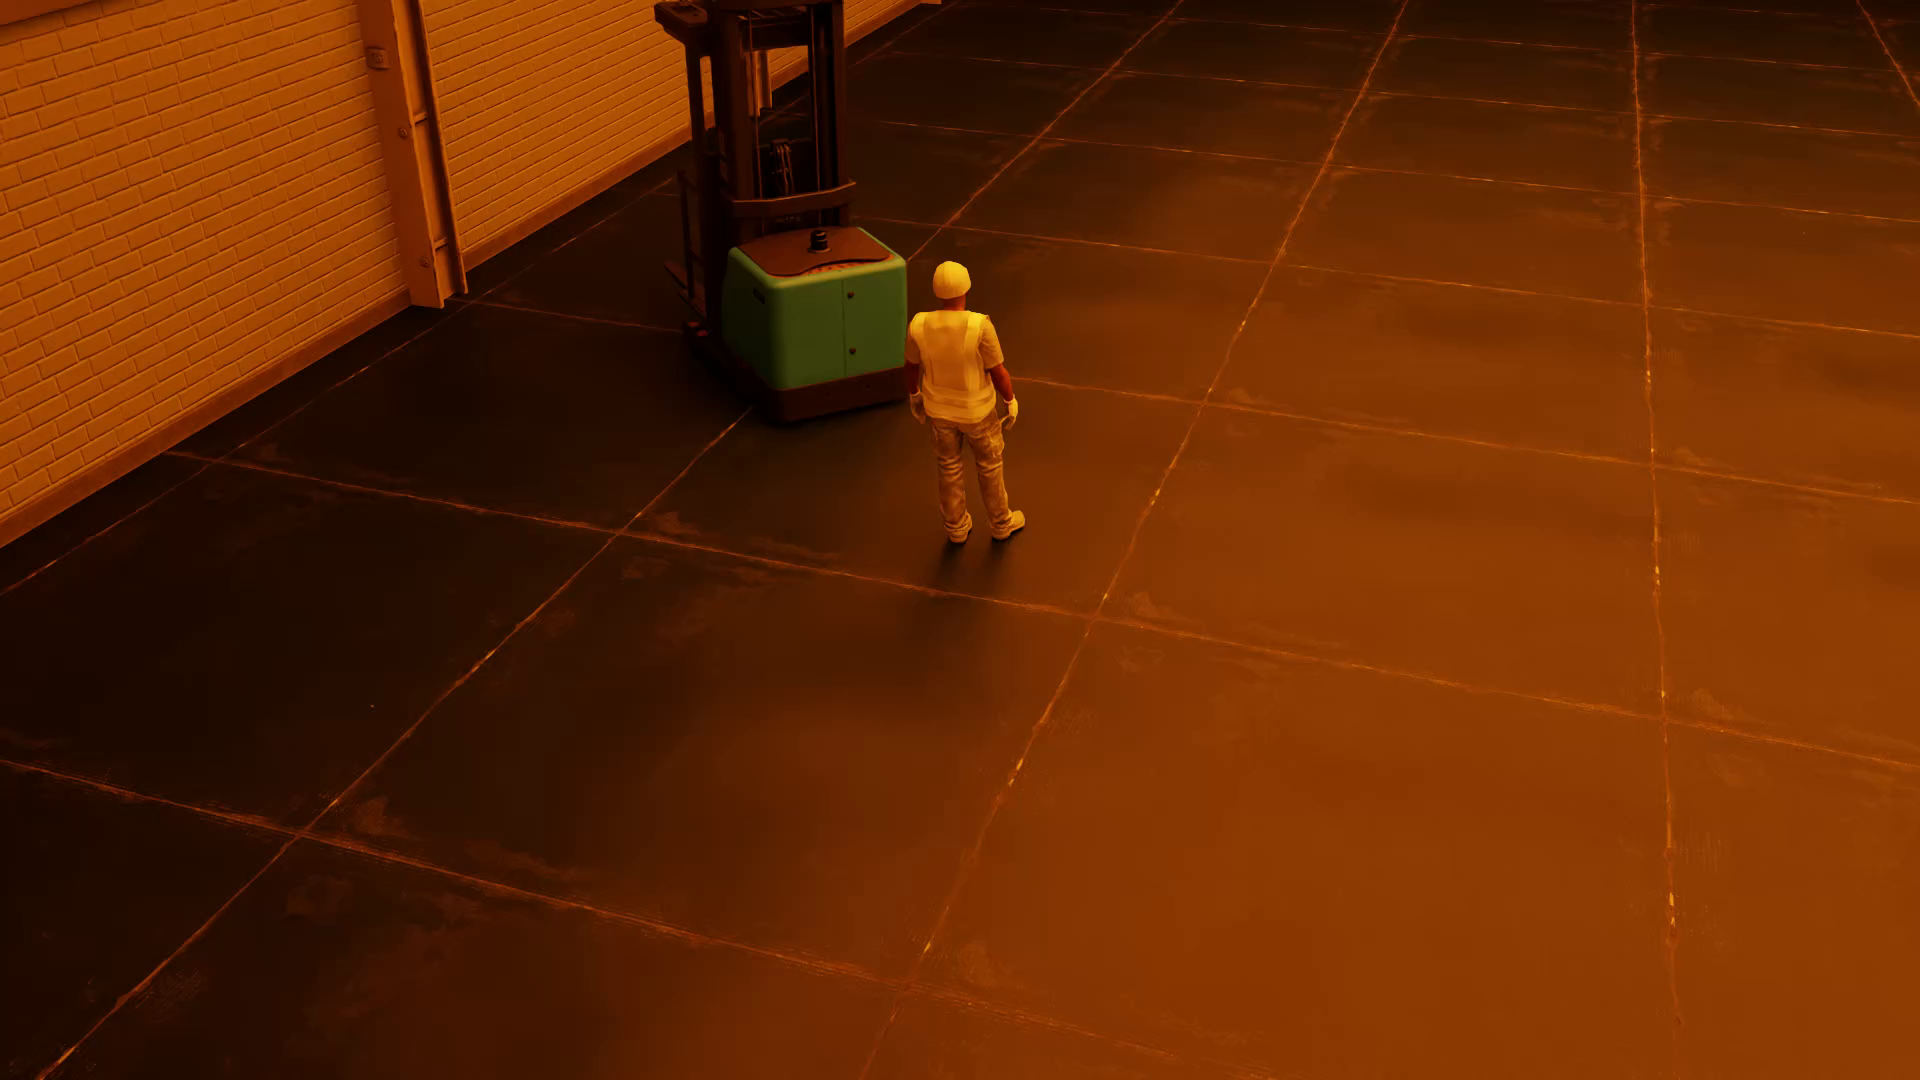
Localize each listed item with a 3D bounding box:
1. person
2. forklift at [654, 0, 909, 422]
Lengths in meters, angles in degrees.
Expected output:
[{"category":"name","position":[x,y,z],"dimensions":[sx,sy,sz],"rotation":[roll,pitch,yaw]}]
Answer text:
[{"category":"person","position":[0.031,-0.813,9.709],"dimensions":[0.656,1.784,0.575],"rotation":[10,31,16]},{"category":"forklift","position":[-1.466,-2.784,12.021],"dimensions":[1.130,2.935,3.031],"rotation":[-14,33,-23]}]
